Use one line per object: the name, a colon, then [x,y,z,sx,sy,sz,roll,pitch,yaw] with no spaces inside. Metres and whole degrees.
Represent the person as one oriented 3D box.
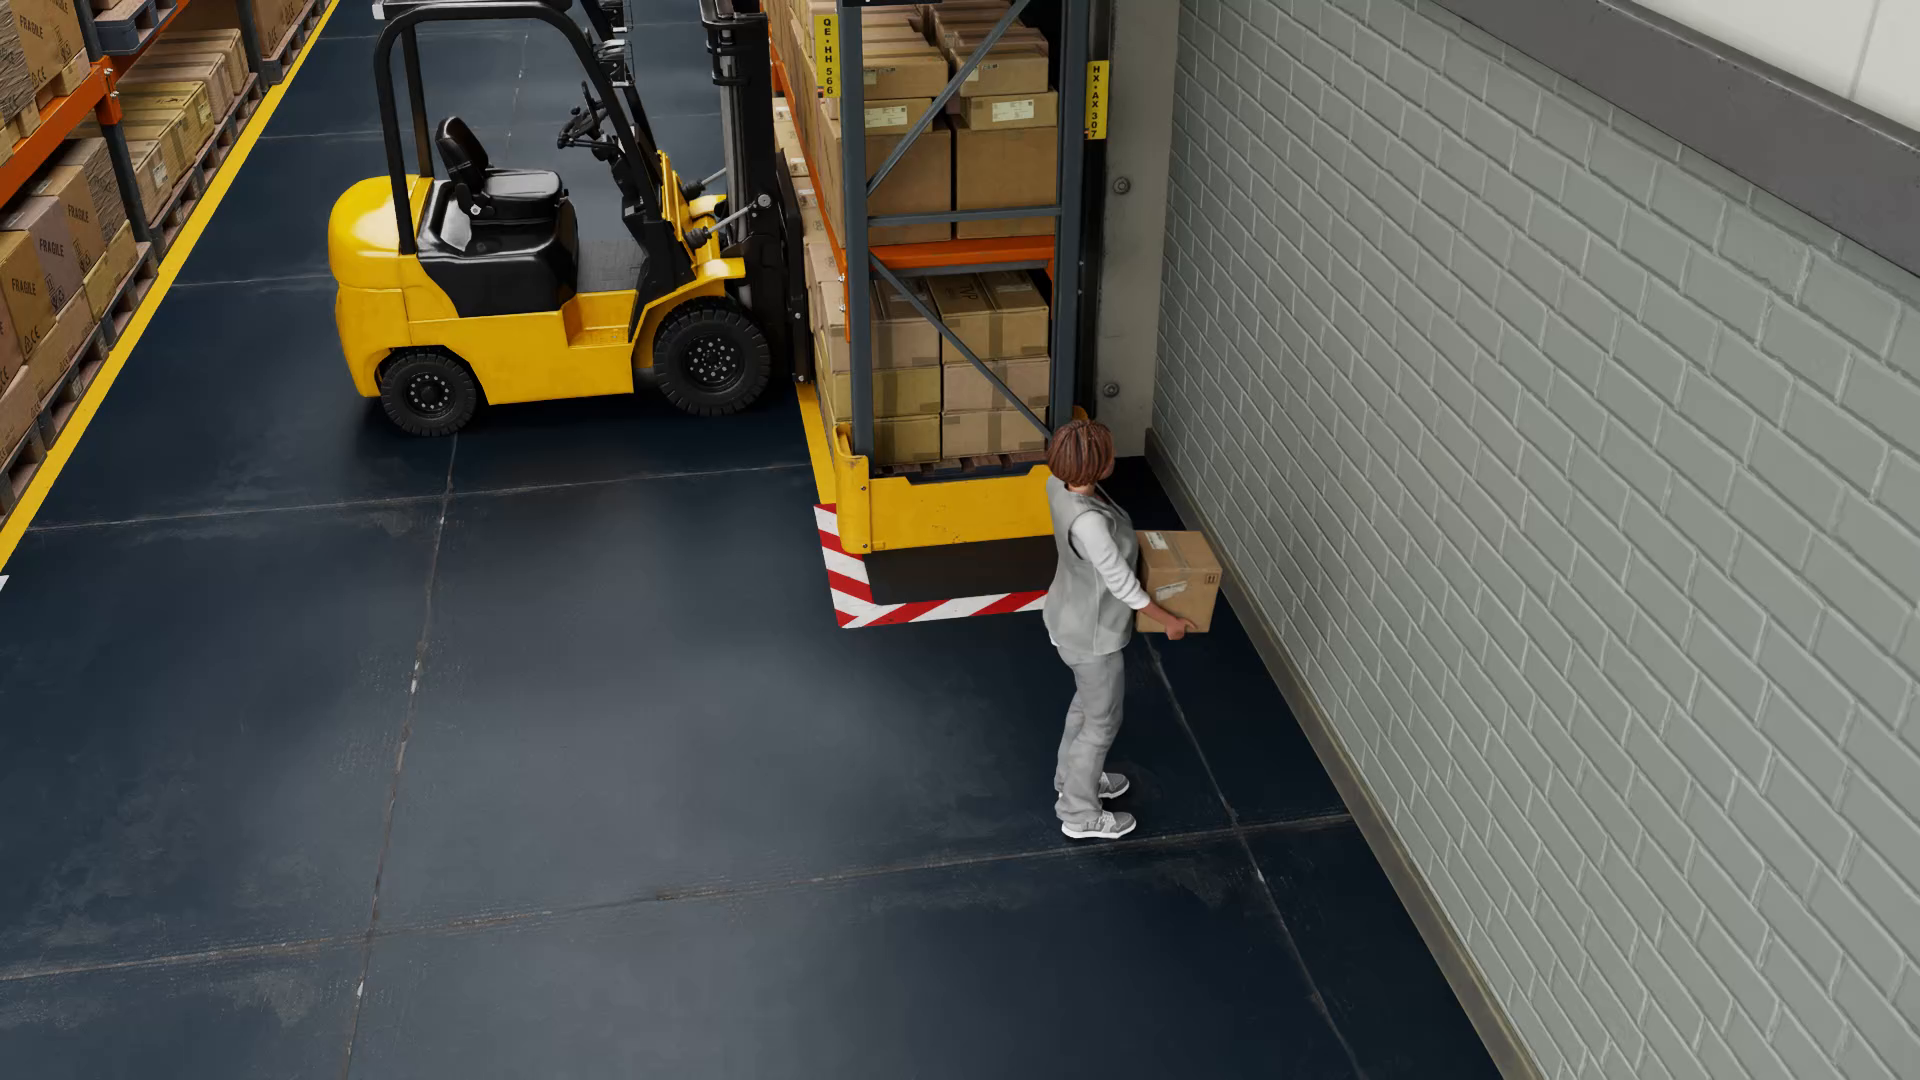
person: [0.523,0.301,5.650,0.495,1.590,0.405,-5,31,-8]
